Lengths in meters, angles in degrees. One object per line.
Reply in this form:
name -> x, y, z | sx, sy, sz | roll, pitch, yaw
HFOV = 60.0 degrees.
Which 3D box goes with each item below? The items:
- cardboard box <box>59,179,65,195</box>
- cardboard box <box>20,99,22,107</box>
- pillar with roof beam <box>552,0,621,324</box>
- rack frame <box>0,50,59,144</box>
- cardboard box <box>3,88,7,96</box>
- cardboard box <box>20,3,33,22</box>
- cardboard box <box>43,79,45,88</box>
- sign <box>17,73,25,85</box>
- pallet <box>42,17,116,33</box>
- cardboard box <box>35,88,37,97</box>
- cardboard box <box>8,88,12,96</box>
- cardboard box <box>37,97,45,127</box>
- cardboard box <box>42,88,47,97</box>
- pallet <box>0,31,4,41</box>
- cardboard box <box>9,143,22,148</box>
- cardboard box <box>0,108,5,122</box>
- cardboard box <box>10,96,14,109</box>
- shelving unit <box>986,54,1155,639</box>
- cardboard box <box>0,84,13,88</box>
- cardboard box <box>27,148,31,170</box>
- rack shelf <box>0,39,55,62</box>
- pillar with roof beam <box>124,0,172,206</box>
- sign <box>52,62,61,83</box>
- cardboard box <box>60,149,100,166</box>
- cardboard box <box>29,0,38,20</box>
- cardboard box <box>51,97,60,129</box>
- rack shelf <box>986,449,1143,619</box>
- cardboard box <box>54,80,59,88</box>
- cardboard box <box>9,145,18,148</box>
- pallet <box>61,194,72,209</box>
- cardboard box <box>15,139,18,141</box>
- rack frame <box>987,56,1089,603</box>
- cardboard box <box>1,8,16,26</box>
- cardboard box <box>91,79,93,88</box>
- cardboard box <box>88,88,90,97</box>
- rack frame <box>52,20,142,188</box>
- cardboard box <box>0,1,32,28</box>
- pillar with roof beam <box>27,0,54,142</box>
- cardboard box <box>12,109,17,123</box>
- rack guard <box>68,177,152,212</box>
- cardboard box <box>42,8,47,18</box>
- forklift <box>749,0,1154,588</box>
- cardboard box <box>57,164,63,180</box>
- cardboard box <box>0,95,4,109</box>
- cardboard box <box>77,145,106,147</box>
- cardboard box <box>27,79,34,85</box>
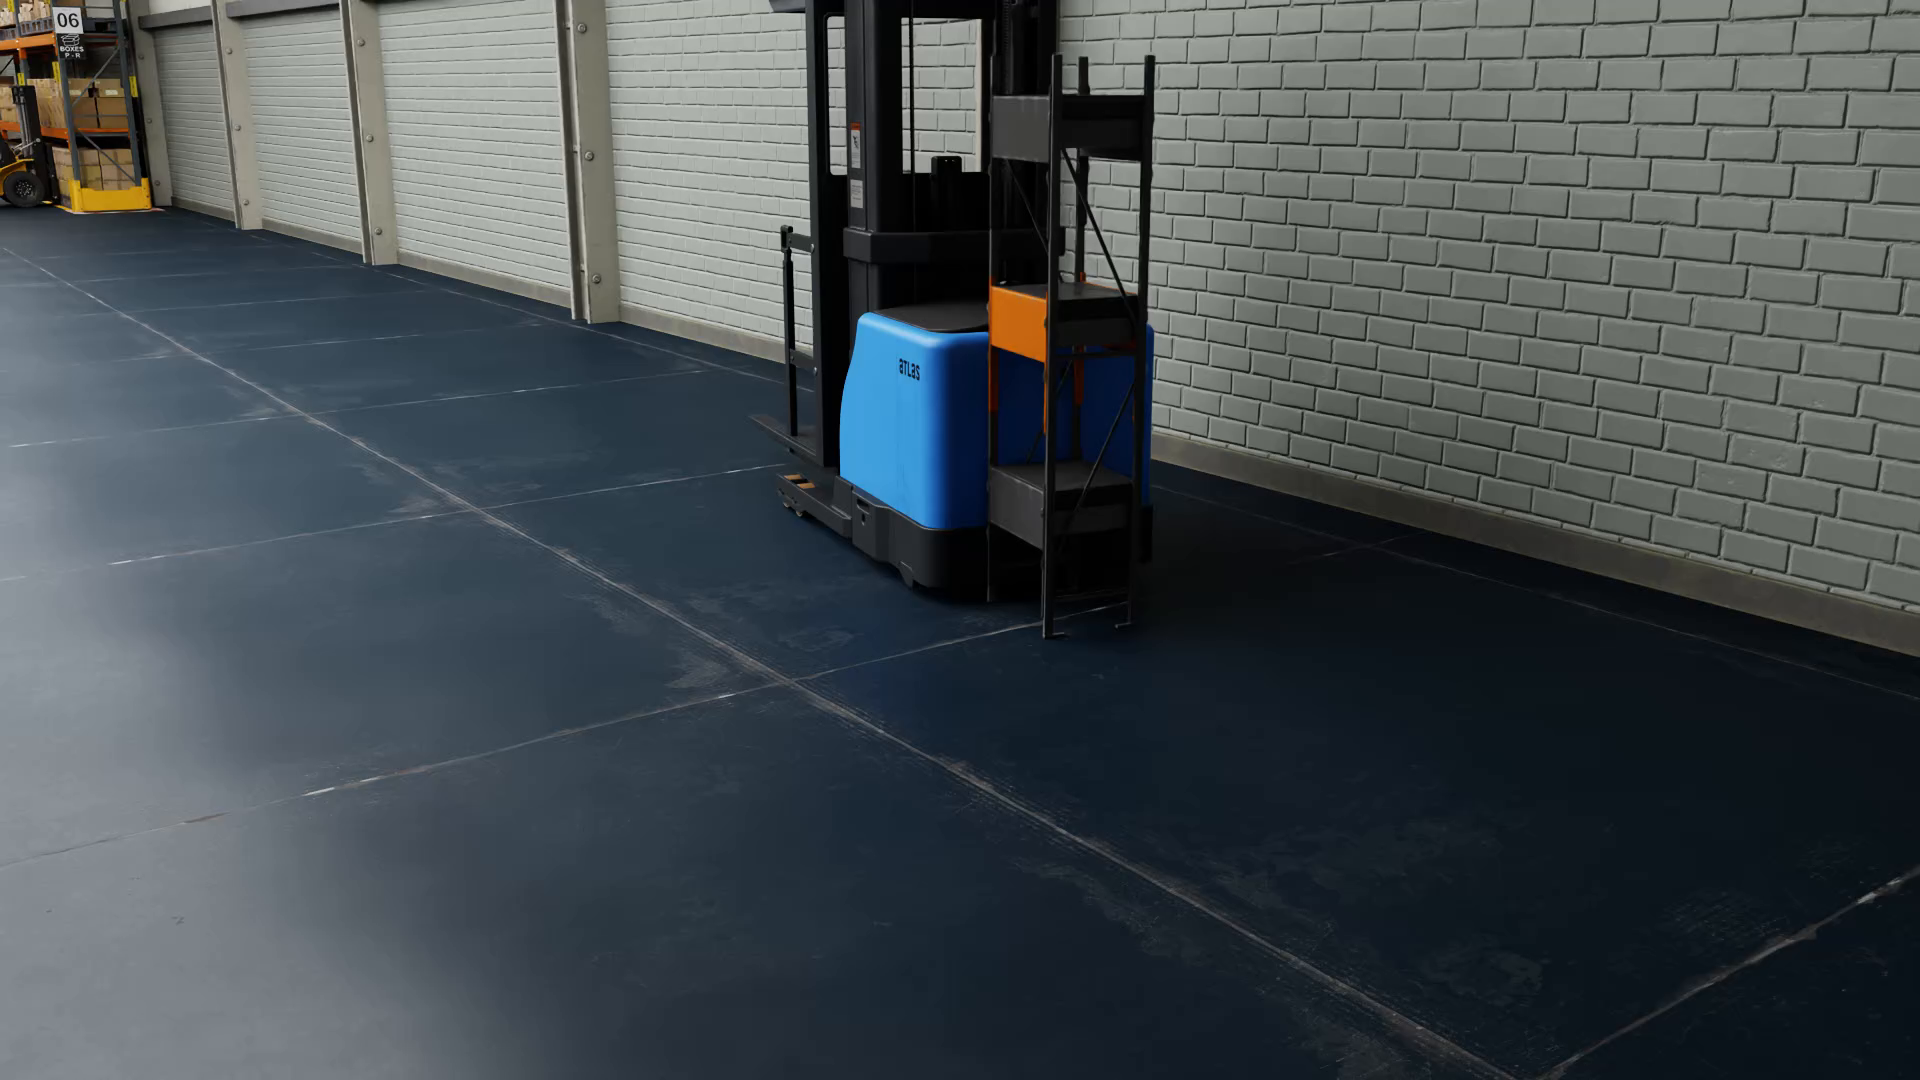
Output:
cardboard box -> -14.923, -5.983, 28.167 | 0.500, 0.250, 0.500 | -11, 19, -35
cardboard box -> -16.954, -8.036, 30.592 | 0.500, 0.250, 0.500 | -11, 19, -36
pillar with roof beam -> -6.686, -5.618, 11.057 | 9.100, 9.000, 0.400 | -11, 19, -35
rack frame -> -18.811, -8.656, 33.521 | 1.000, 3.000, 0.127 | -11, 19, -35
cardboard box -> -18.532, -8.796, 32.612 | 0.380, 0.149, 0.250 | -10, 18, -33
cardboard box -> -16.167, -9.241, 29.160 | 0.500, 0.311, 0.500 | -10, 18, -33
cardboard box -> -15.690, -7.930, 28.885 | 0.380, 0.149, 0.250 | -11, 19, -35
sign -> -16.892, -8.236, 29.942 | 0.100, 0.325, 0.005 | -11, 19, -35
pallet -> -14.502, -8.507, 27.461 | 1.003, 0.211, 1.213 | -11, 19, -35
cardboard box -> -16.070, -7.884, 29.280 | 0.380, 0.149, 0.250 | -10, 18, -33
cardboard box -> -17.833, -8.514, 31.585 | 0.380, 0.149, 0.250 | -11, 19, -36
cardboard box -> -15.791, -7.498, 29.101 | 0.500, 0.500, 0.500 | -11, 19, -35
cardboard box -> -15.591, -7.721, 28.685 | 0.380, 0.149, 0.250 | -11, 19, -36
pallet -> -18.339, -9.881, 32.671 | 1.213, 0.211, 1.003 | -10, 18, -32
cardboard box -> -19.306, -8.032, 33.951 | 0.380, 0.149, 0.250 | -12, 19, -37
cardboard box -> -18.747, -8.451, 33.056 | 0.500, 0.250, 0.500 | -11, 19, -34
cardboard box -> -17.840, -8.365, 31.795 | 0.500, 0.250, 0.500 | -11, 19, -34
shelving unit -> 0.397, -0.724, 6.239 | 0.431, 2.100, 0.503 | -7, 17, -23
cardboard box -> -19.920, -9.228, 34.620 | 0.797, 0.503, 0.637 | -11, 19, -36
cardboard box -> -17.225, -7.136, 31.668 | 0.875, 0.625, 0.625 | -11, 19, -35
rack shelf -> -17.635, -9.329, 31.659 | 1.077, 0.370, 4.000 | -11, 19, -35
pillar with roof beam -> -17.269, -9.462, 25.100 | 9.100, 9.000, 0.400 | -11, 19, -35
sign -> -14.554, -7.539, 26.798 | 0.100, 0.325, 0.005 | -11, 19, -35
cardboard box -> -14.630, -6.356, 27.637 | 0.500, 0.250, 0.500 | -10, 18, -33
cardboard box -> -15.399, -9.117, 28.342 | 0.797, 0.503, 0.637 | -10, 18, -33
cardboard box -> -14.906, -7.173, 27.911 | 0.500, 0.500, 0.500 | -10, 18, -33
rack shelf -> 0.396, -0.036, 6.430 | 0.431, 0.518, 0.480 | -7, 17, -23
cardboard box -> -14.834, -7.596, 27.664 | 0.380, 0.149, 0.250 | -10, 18, -33
cardboard box -> -18.455, -7.578, 33.284 | 0.875, 0.625, 0.625 | -10, 18, -33
pallet -> -14.590, -5.760, 28.220 | 1.003, 0.211, 1.213 | -11, 19, -35
cardboard box -> -20.404, -8.680, 36.319 | 0.380, 0.149, 0.250 | -11, 19, -34
rack frame -> 0.296, -0.783, 6.454 | 0.400, 2.100, 0.015 | -7, 17, -23
cardboard box -> -17.533, -9.737, 30.972 | 0.500, 0.311, 0.500 | -12, 19, -36
cardboard box -> -14.425, -7.673, 27.945 | 0.380, 0.149, 0.250 | -10, 18, -33
cardboard box -> -14.437, -7.520, 27.950 | 0.380, 0.149, 0.250 | -11, 19, -36
rack frame -> -14.107, -6.948, 27.279 | 1.000, 3.000, 0.127 | -11, 19, -35
cardboard box -> -18.204, -10.117, 32.002 | 0.700, 0.500, 0.500 | -11, 19, -36
pillar with roof beam -> -24.325, -12.024, 34.462 | 9.100, 9.000, 0.400 | -11, 19, -35
cardboard box -> -17.844, -8.123, 31.857 | 0.500, 0.250, 0.500 | -10, 18, -33
rack guard -> -14.093, -5.737, 27.590 | 1.175, 0.500, 0.348 | -11, 19, -35
cardboard box -> -14.840, -8.654, 27.322 | 0.380, 0.149, 0.250 | -12, 19, -36
forklift -> -0.253, -1.564, 7.738 | 1.130, 2.935, 3.031 | -7, 17, -23
cardboard box -> -14.932, -6.229, 28.120 | 0.500, 0.250, 0.500 | -11, 19, -35
cardboard box -> -18.768, -8.688, 32.975 | 0.500, 0.250, 0.500 | -11, 19, -35
cardboard box -> -15.416, -6.870, 29.512 | 0.500, 0.250, 0.500 | -11, 19, -34
cardboard box -> -16.511, -8.192, 29.845 | 0.380, 0.149, 0.250 | -10, 18, -33
